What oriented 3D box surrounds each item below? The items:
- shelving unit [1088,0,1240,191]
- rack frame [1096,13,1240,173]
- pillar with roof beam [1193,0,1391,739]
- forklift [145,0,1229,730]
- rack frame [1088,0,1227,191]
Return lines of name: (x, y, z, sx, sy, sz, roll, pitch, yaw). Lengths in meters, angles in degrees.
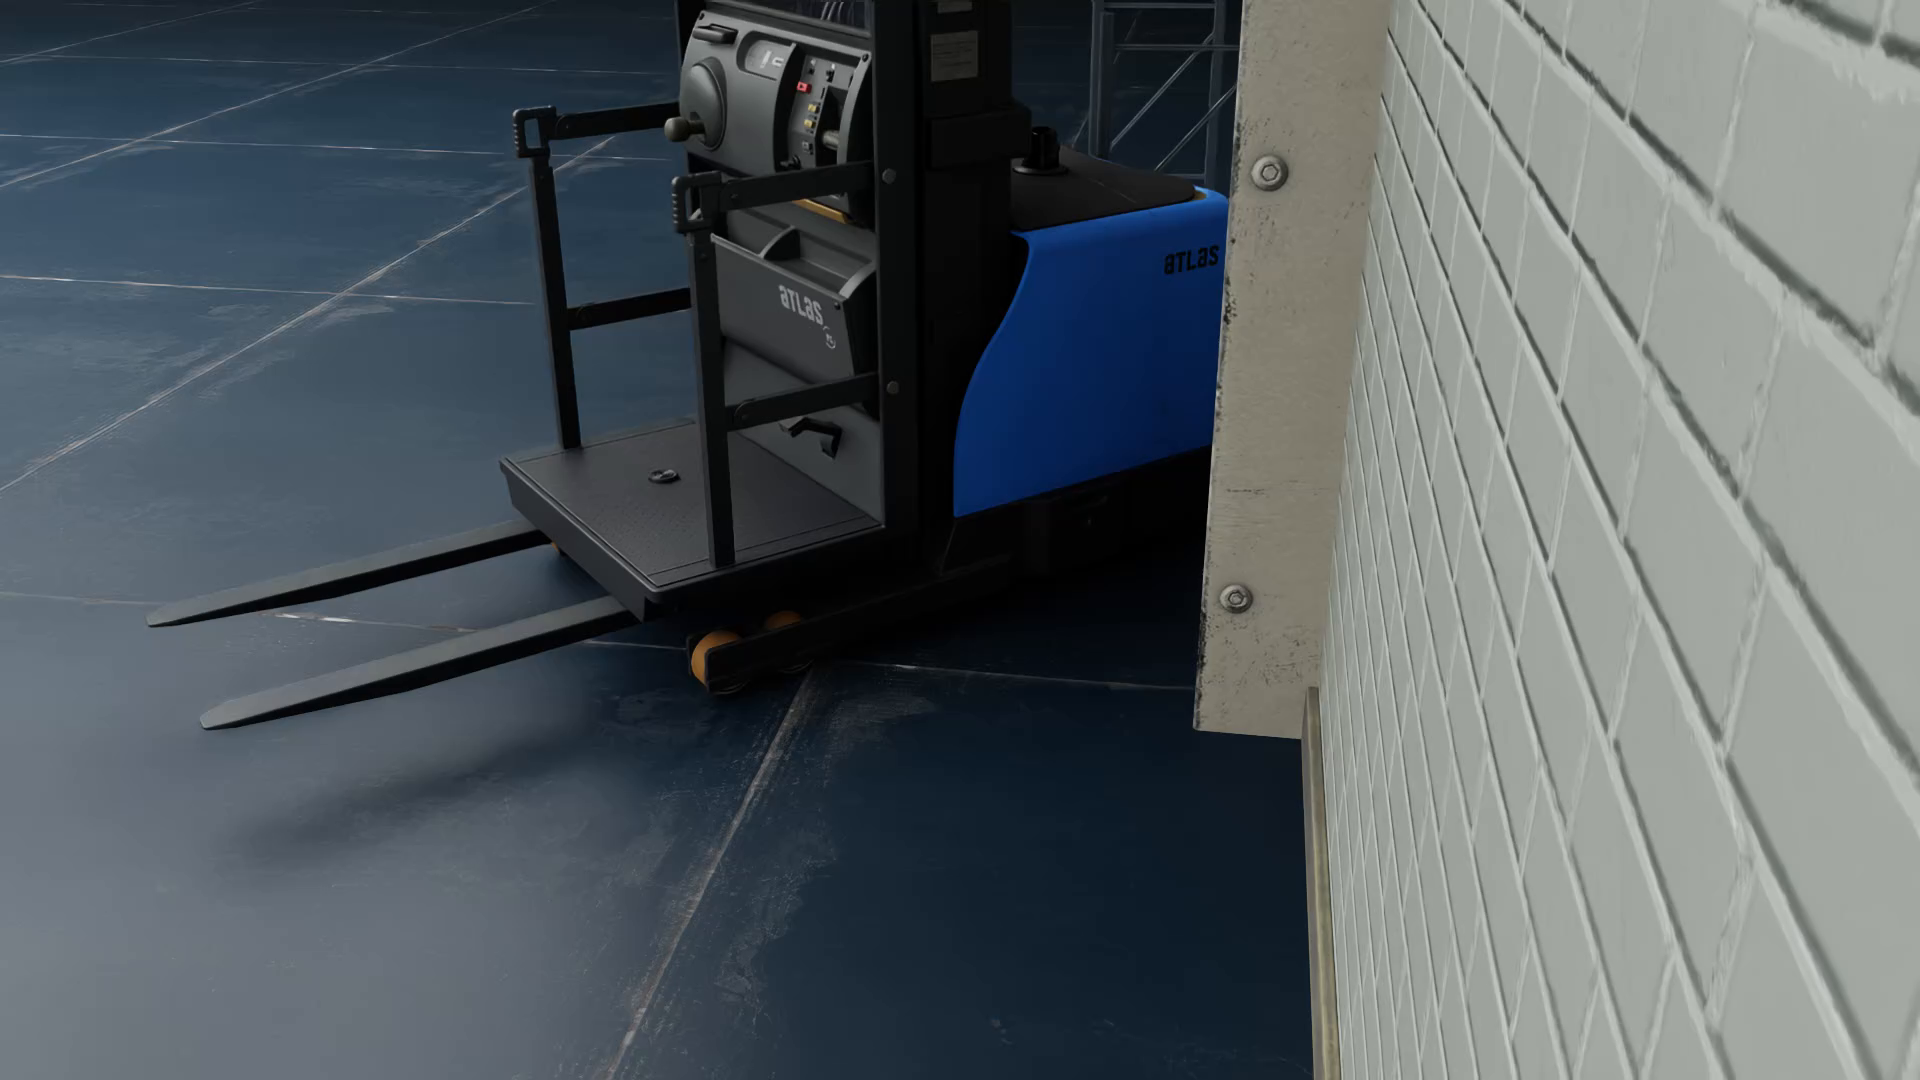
shelving unit: (0.724, -1.208, 6.061, 0.538, 1.500, 1.048, 1, 25, 3)
rack frame: (0.699, -0.993, 5.602, 0.500, 1.500, 0.032, 1, 25, 3)
pillar with roof beam: (-3.471, -3.965, 3.106, 9.100, 9.000, 0.400, 4, 25, 9)
forklift: (-0.674, -1.175, 4.304, 3.031, 2.935, 1.130, -16, 30, -31)
rack frame: (0.750, -1.423, 6.521, 0.500, 1.500, 0.032, 1, 25, 3)
